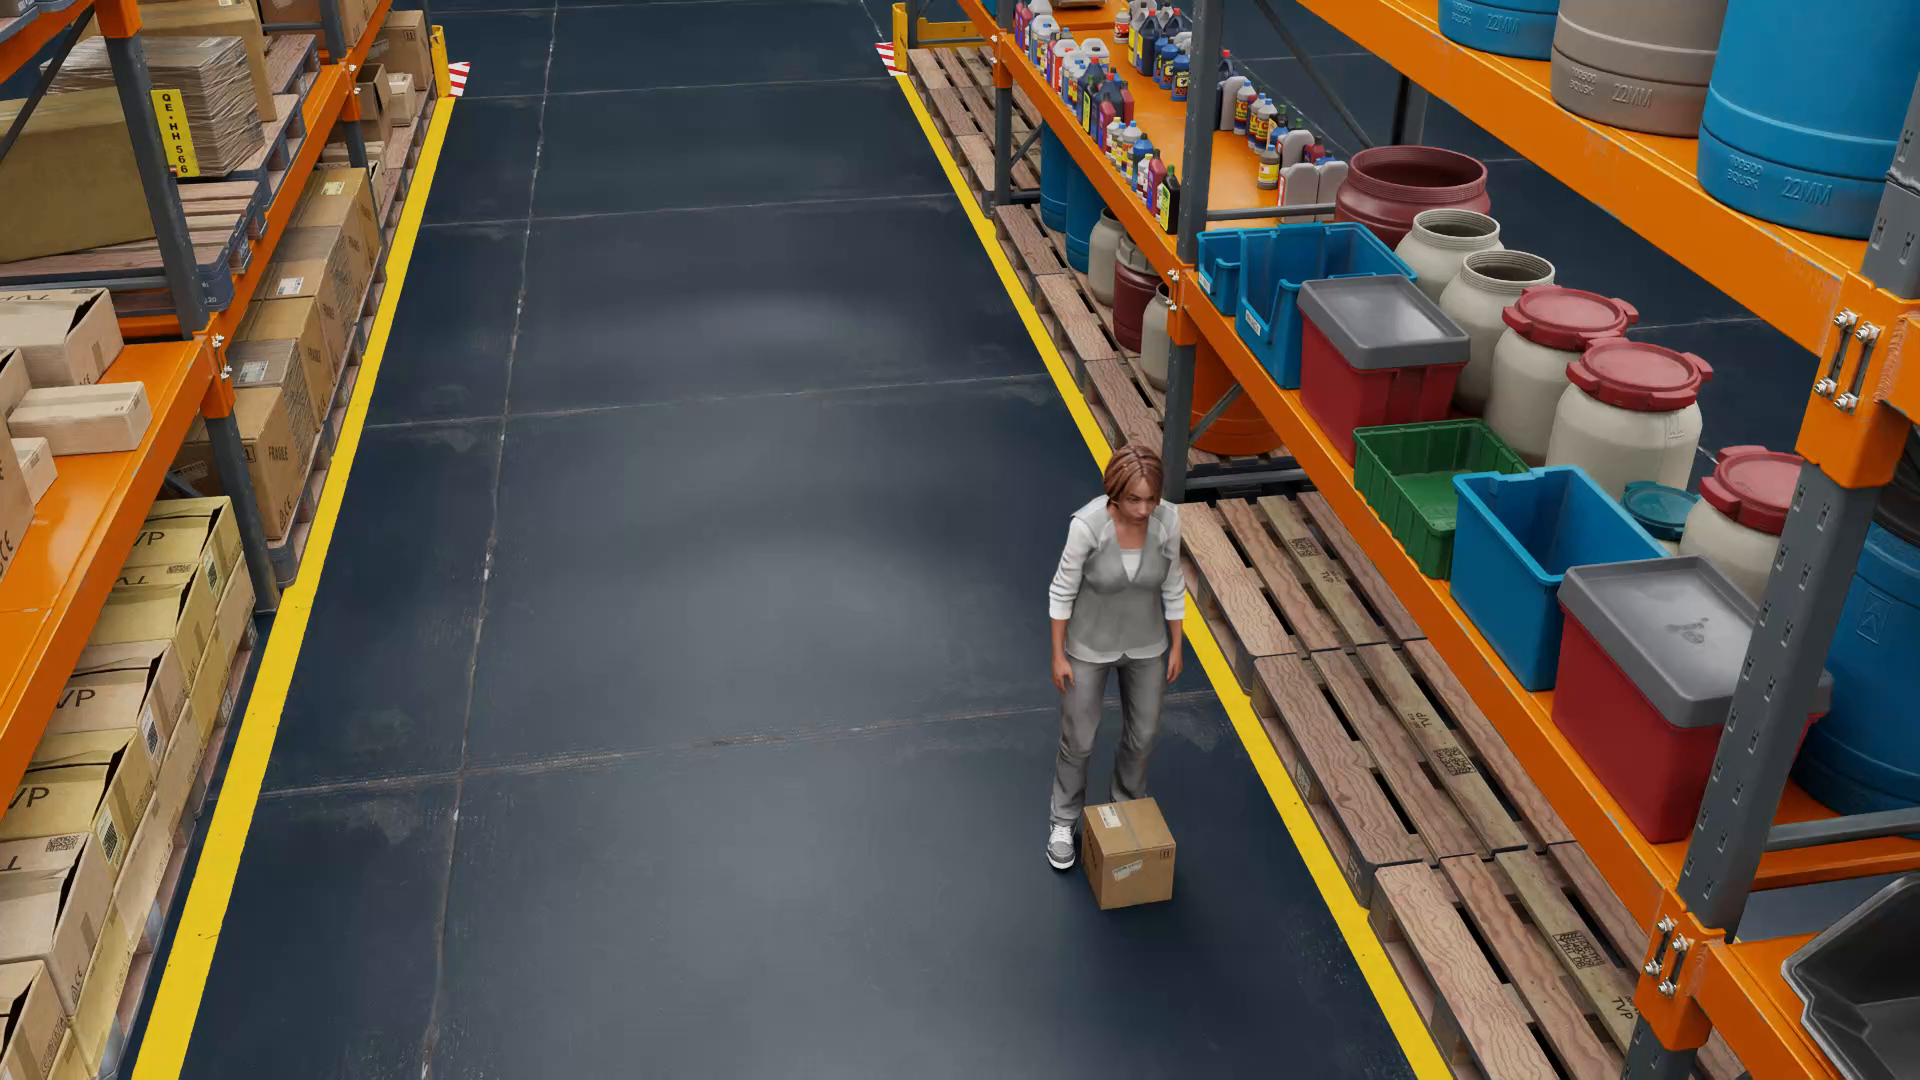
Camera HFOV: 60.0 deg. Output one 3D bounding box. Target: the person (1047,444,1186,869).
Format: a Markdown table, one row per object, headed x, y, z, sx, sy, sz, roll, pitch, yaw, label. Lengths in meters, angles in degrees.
| x | y | z | sx | sy | sz | roll | pitch | yaw | label |
| --- | --- | --- | --- | --- | --- | --- | --- | --- | --- |
| 0.518 | 0.374 | 5.524 | 0.461 | 1.593 | 0.343 | -5 | 31 | -8 | person |
